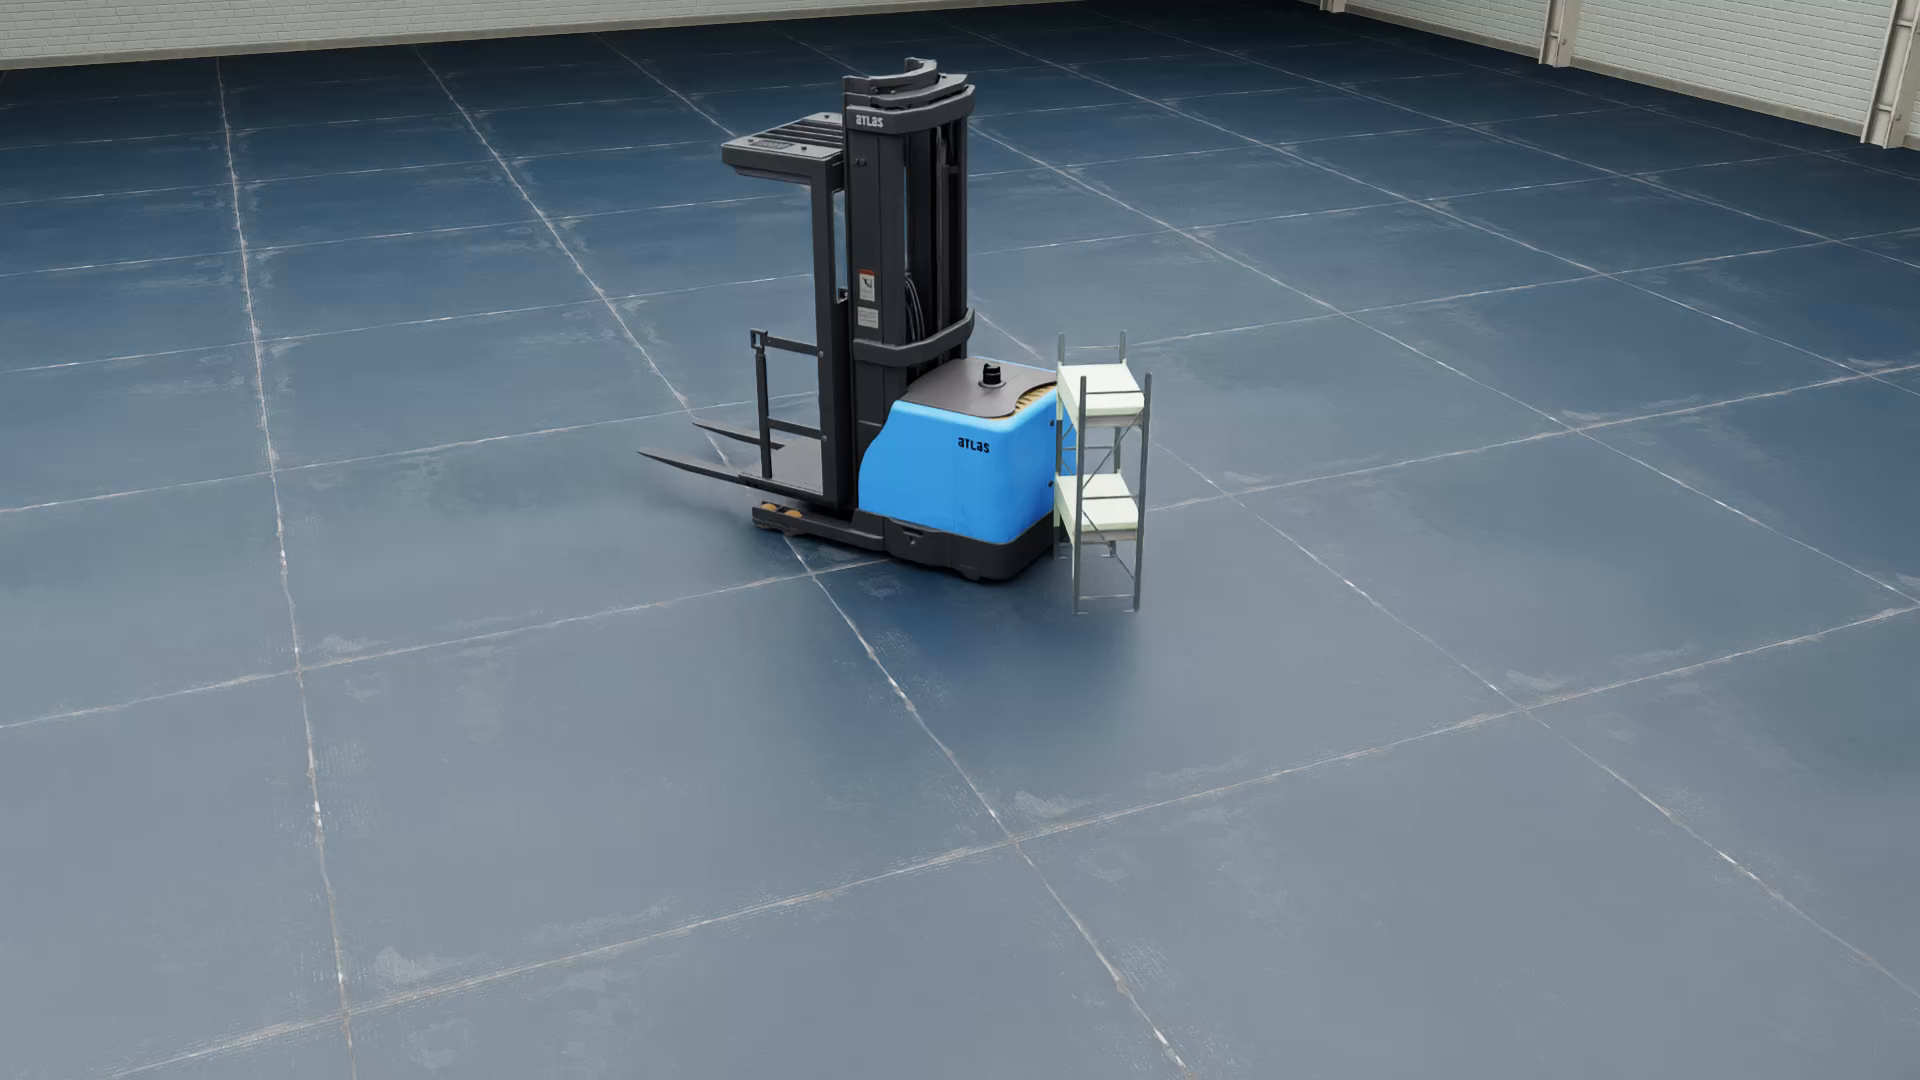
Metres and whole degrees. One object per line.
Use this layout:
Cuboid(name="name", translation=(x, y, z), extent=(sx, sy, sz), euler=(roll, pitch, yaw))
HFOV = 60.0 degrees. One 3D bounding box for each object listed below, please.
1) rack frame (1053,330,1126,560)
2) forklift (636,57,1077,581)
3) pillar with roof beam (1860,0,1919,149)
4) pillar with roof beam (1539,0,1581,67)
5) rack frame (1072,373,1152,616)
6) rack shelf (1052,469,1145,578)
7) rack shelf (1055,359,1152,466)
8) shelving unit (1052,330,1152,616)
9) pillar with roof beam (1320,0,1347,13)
Cuboid(name="rack frame", translation=(0.787, -0.560, 10.187), extent=(0.400, 1.500, 0.023), euler=(-3, 26, -5))
Cuboid(name="forklift", translation=(-0.769, -1.527, 10.537), extent=(3.031, 2.935, 1.130), euler=(14, 29, 27))
Cuboid(name="pillar with roof beam", translation=(7.662, -8.295, 17.482), extent=(9.100, 9.000, 0.400), euler=(-11, 28, -21))
Cuboid(name="pillar with roof beam", translation=(5.313, -10.717, 22.443), extent=(9.100, 9.000, 0.400), euler=(-11, 28, -21))
Cuboid(name="rack frame", translation=(0.864, -0.240, 9.533), extent=(0.400, 1.500, 0.023), euler=(-3, 26, -5))
Cuboid(name="rack shelf", translation=(0.825, -0.107, 10.003), extent=(0.431, 0.370, 0.720), euler=(-3, 26, -5))
Cuboid(name="rack shelf", translation=(0.825, -0.751, 9.689), extent=(0.431, 0.370, 0.720), euler=(-3, 26, -5))
Cuboid(name="shelving unit", translation=(0.825, -0.400, 9.860), extent=(0.431, 1.500, 0.755), euler=(-3, 26, -5))
Cuboid(name="pillar with roof beam", translation=(2.963, -13.139, 27.404), extent=(9.100, 9.000, 0.400), euler=(-11, 28, -21))
